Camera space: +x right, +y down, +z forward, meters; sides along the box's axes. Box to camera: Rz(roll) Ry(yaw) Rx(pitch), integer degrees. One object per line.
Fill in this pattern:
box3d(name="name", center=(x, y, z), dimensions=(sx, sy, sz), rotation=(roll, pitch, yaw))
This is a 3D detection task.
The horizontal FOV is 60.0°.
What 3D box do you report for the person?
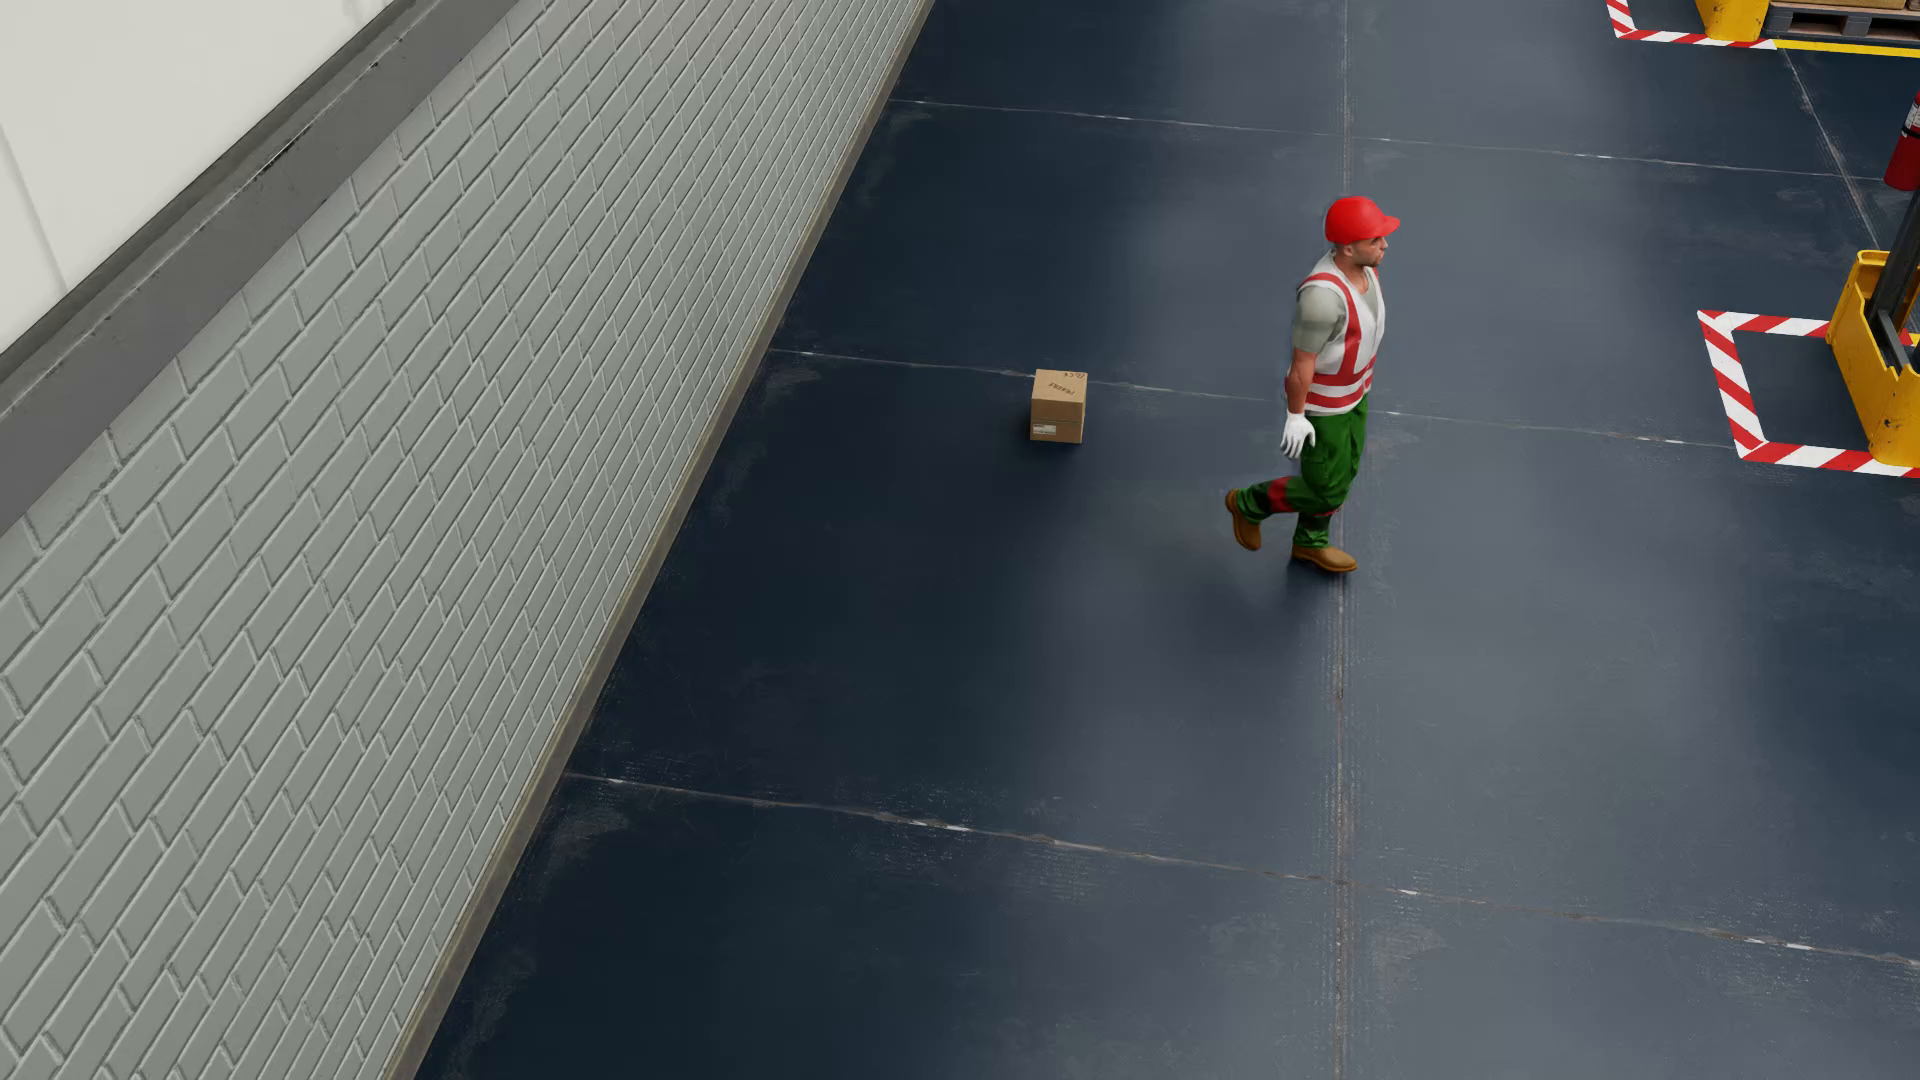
box3d(name="person", center=(1.480, -0.595, 6.804), dimensions=(0.538, 1.782, 0.574), rotation=(23, 45, 25))
